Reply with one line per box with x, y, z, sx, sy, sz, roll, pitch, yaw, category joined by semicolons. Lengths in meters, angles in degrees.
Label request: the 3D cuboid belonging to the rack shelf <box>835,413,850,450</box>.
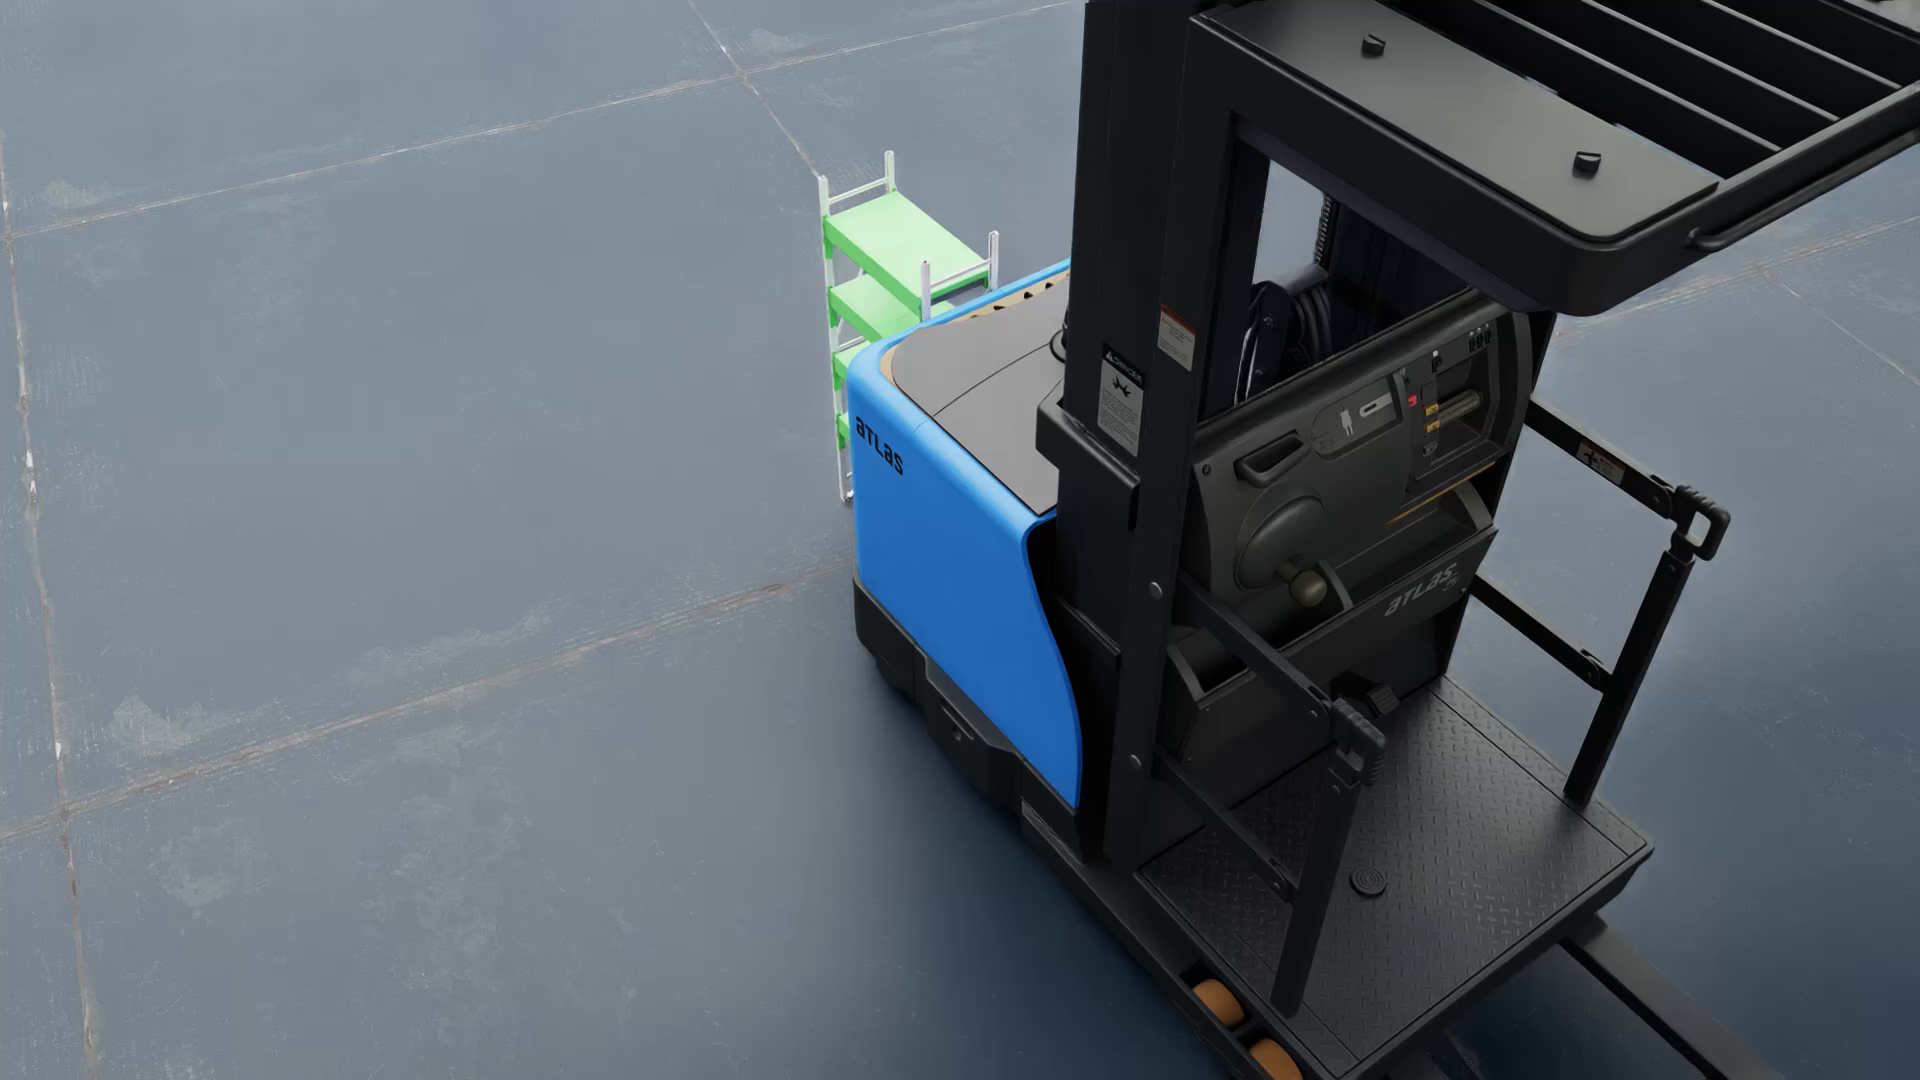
-0.143;-0.253;5.085;0.258;0.148;0.480;-27;51;-25;rack shelf

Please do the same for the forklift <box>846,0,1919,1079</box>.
0.963;-0.105;3.269;1.130;2.935;3.031;-27;51;-25;forklift

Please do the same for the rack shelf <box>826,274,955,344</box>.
-0.143;-0.595;4.748;0.258;0.148;0.480;-27;51;-25;rack shelf

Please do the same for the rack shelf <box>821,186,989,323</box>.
-0.143;-0.766;4.580;0.258;0.148;0.480;-27;51;-25;rack shelf

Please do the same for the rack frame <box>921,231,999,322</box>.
0.000;-0.331;4.731;0.240;1.200;0.015;-27;51;-25;rack frame

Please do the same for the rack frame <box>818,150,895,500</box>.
-0.286;-0.609;5.013;0.240;1.200;0.015;-27;51;-25;rack frame

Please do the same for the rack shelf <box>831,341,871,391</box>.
-0.143;-0.424;4.917;0.258;0.148;0.480;-27;51;-25;rack shelf

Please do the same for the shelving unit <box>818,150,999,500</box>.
-0.143;-0.470;4.872;0.258;1.200;0.503;-27;51;-25;shelving unit
